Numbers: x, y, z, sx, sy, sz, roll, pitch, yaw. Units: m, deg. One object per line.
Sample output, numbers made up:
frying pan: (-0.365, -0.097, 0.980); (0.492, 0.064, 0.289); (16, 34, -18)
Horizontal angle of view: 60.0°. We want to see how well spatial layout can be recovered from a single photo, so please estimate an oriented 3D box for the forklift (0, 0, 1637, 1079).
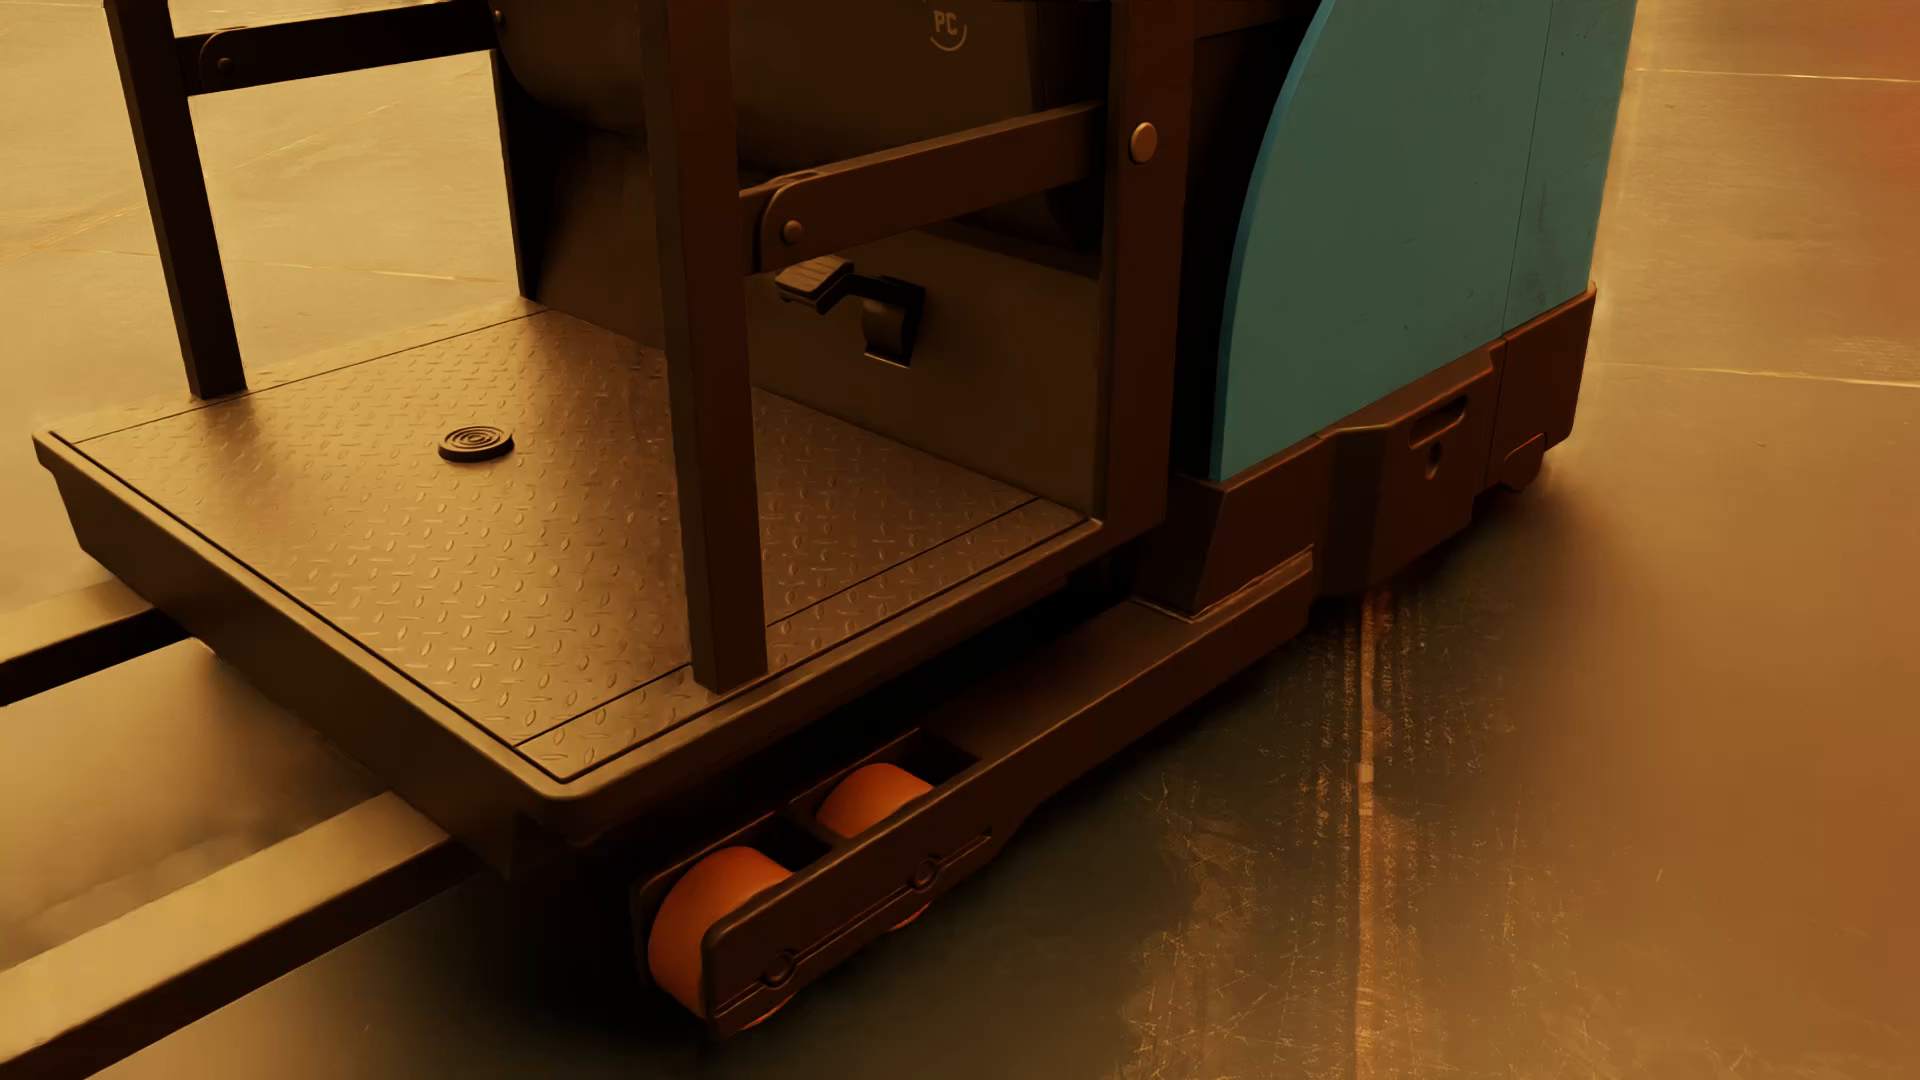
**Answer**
forklift: (-0.380, -1.106, 1.438); (1.130, 2.935, 3.031); (23, 35, 38)
